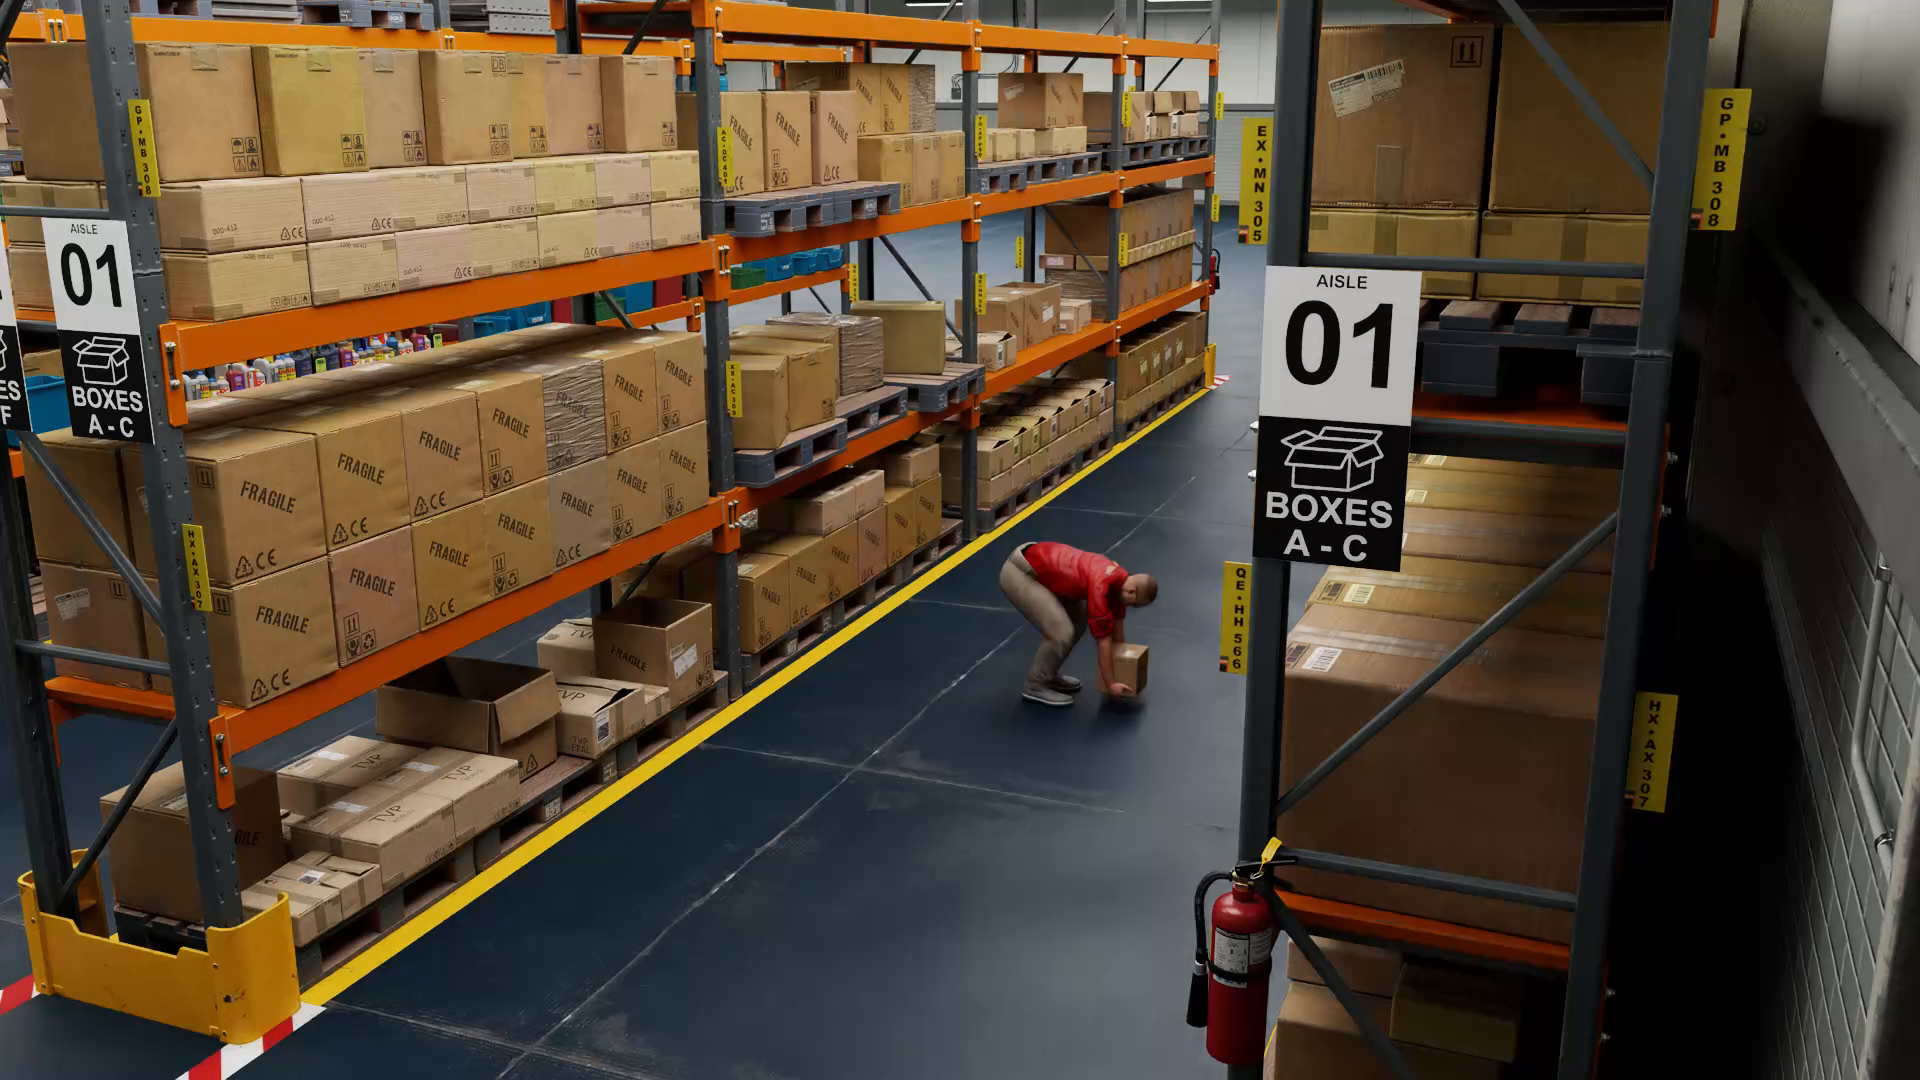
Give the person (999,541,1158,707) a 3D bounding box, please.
[{"bbox_3d":[0.749,0.510,10.118,0.899,0.976,0.509,5,16,18],"label":"person"}]
